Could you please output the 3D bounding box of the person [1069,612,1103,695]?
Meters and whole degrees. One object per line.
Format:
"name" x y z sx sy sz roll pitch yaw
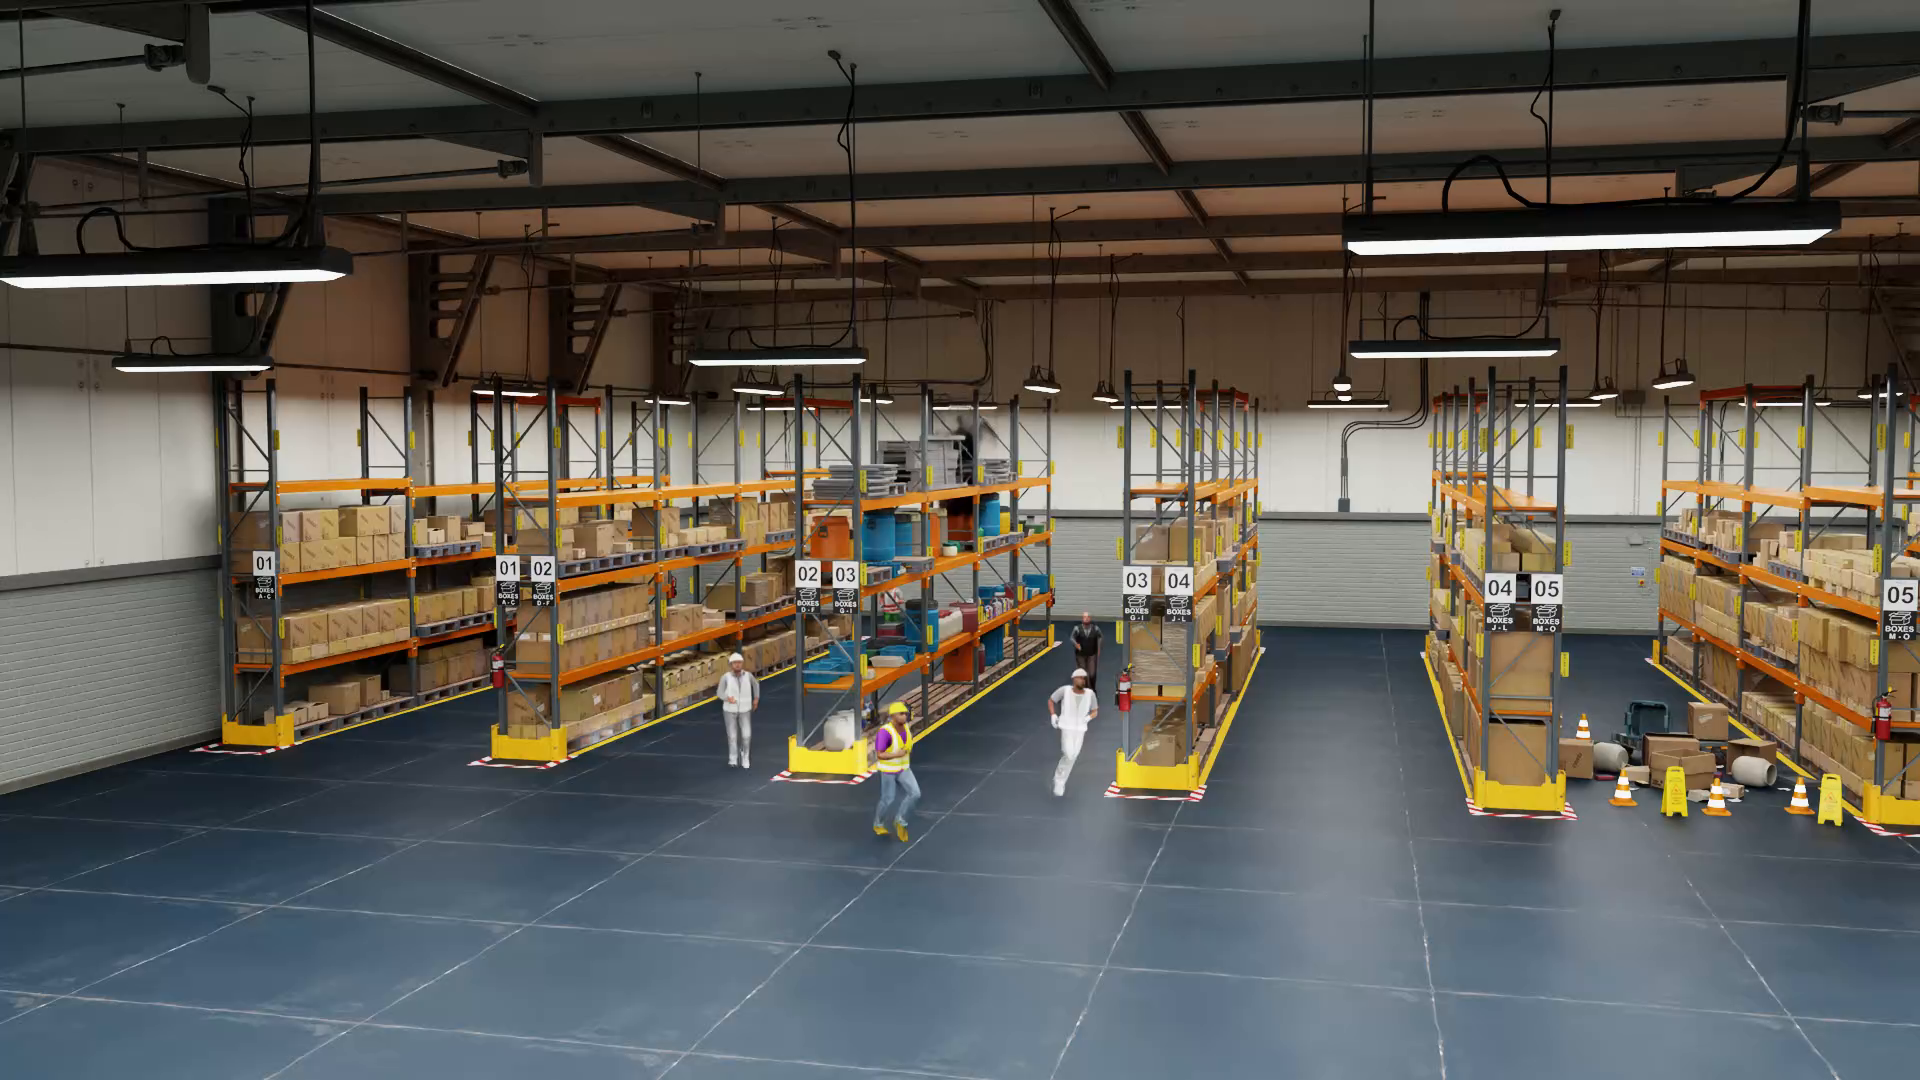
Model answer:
"person" 2.424 2.236 31.921 0.661 1.695 0.638 0 3 4

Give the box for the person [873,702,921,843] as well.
"person" -0.802 2.881 20.711 0.811 1.759 0.732 3 5 45

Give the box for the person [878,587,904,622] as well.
"person" -1.655 1.759 39.450 0.647 1.823 0.702 0 3 7

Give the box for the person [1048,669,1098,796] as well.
"person" 1.625 2.718 23.610 0.684 1.794 0.672 -1 4 -18

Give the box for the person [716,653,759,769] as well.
"person" -3.366 2.615 25.318 0.684 1.794 0.684 -1 4 -14
